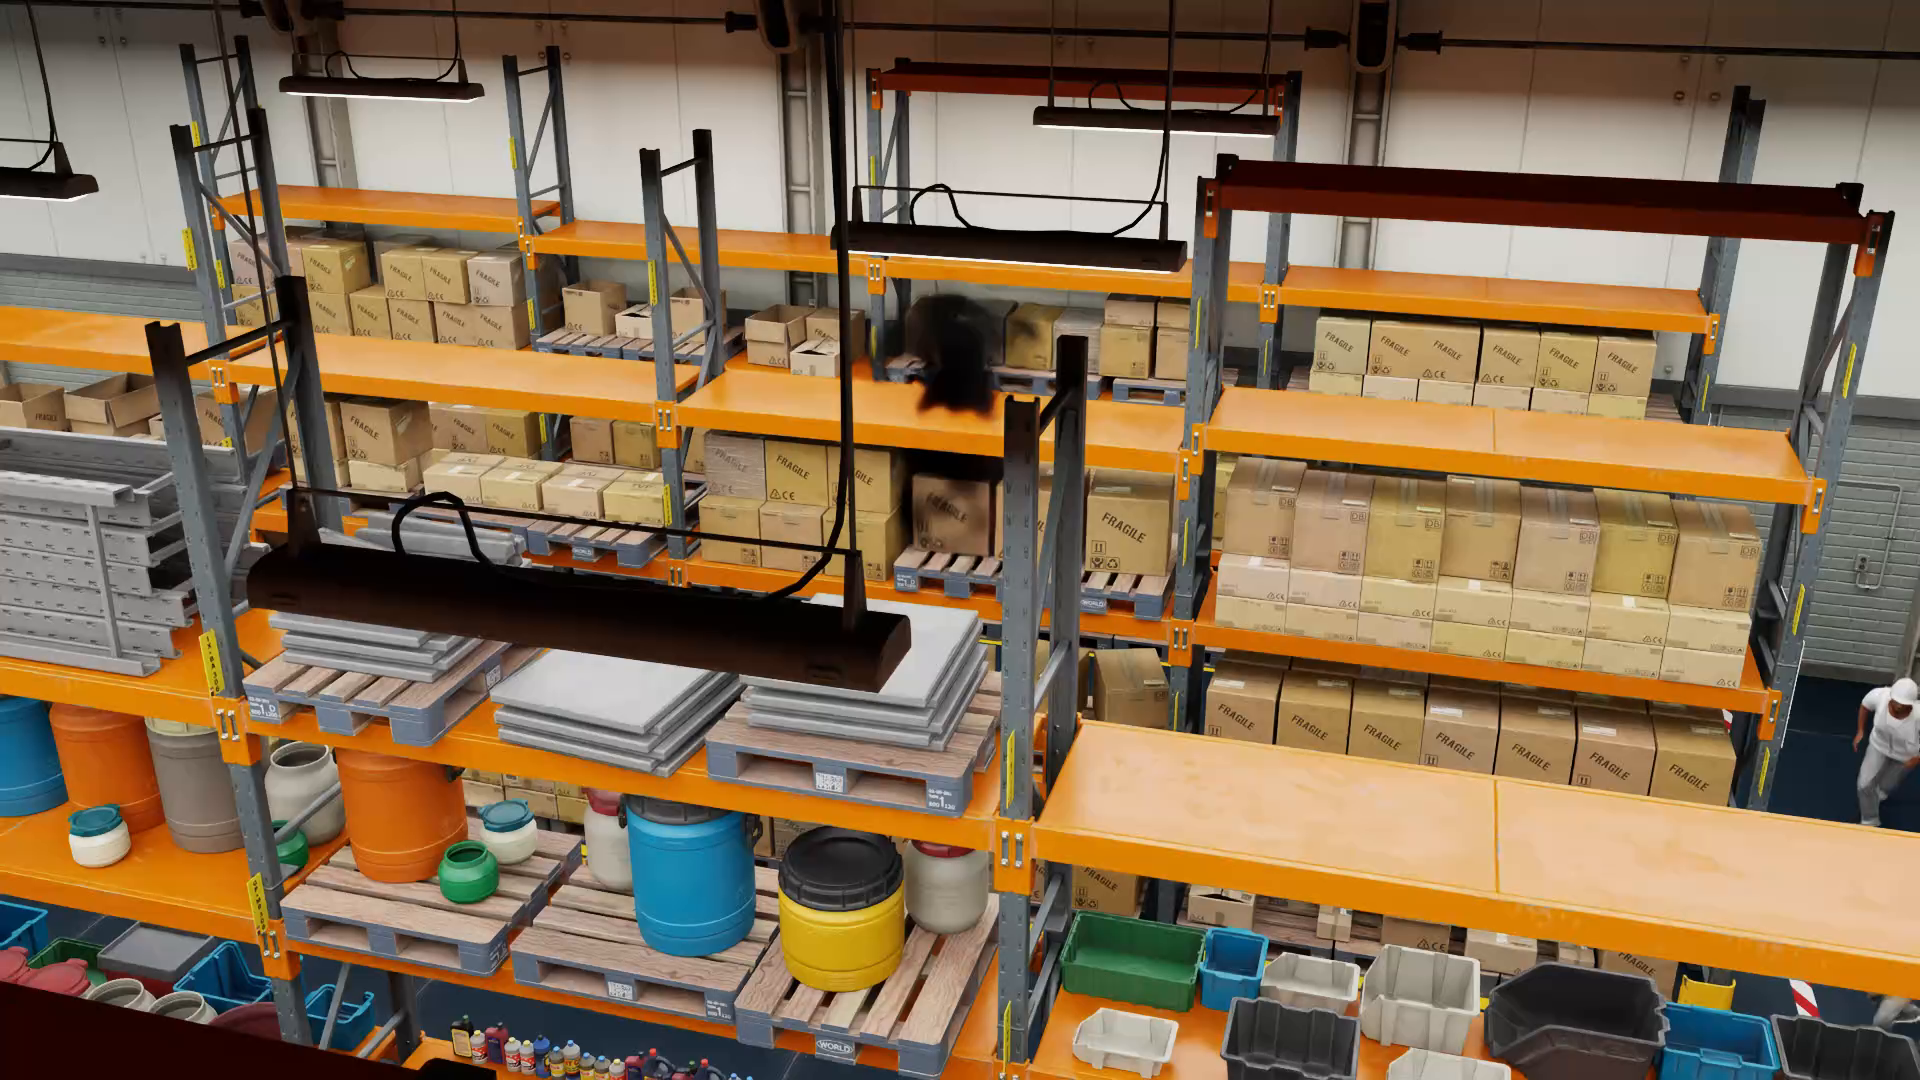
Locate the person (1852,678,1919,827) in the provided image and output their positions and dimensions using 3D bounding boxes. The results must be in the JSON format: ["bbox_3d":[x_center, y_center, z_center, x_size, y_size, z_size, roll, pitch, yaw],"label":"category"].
[{"bbox_3d":[8.099,1.807,14.366,0.686,1.637,1.066,20,30,40],"label":"person"}]

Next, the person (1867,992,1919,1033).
[{"bbox_3d":[6.625,2.985,11.603,0.769,1.529,0.586,-12,25,-27],"label":"person"}]
